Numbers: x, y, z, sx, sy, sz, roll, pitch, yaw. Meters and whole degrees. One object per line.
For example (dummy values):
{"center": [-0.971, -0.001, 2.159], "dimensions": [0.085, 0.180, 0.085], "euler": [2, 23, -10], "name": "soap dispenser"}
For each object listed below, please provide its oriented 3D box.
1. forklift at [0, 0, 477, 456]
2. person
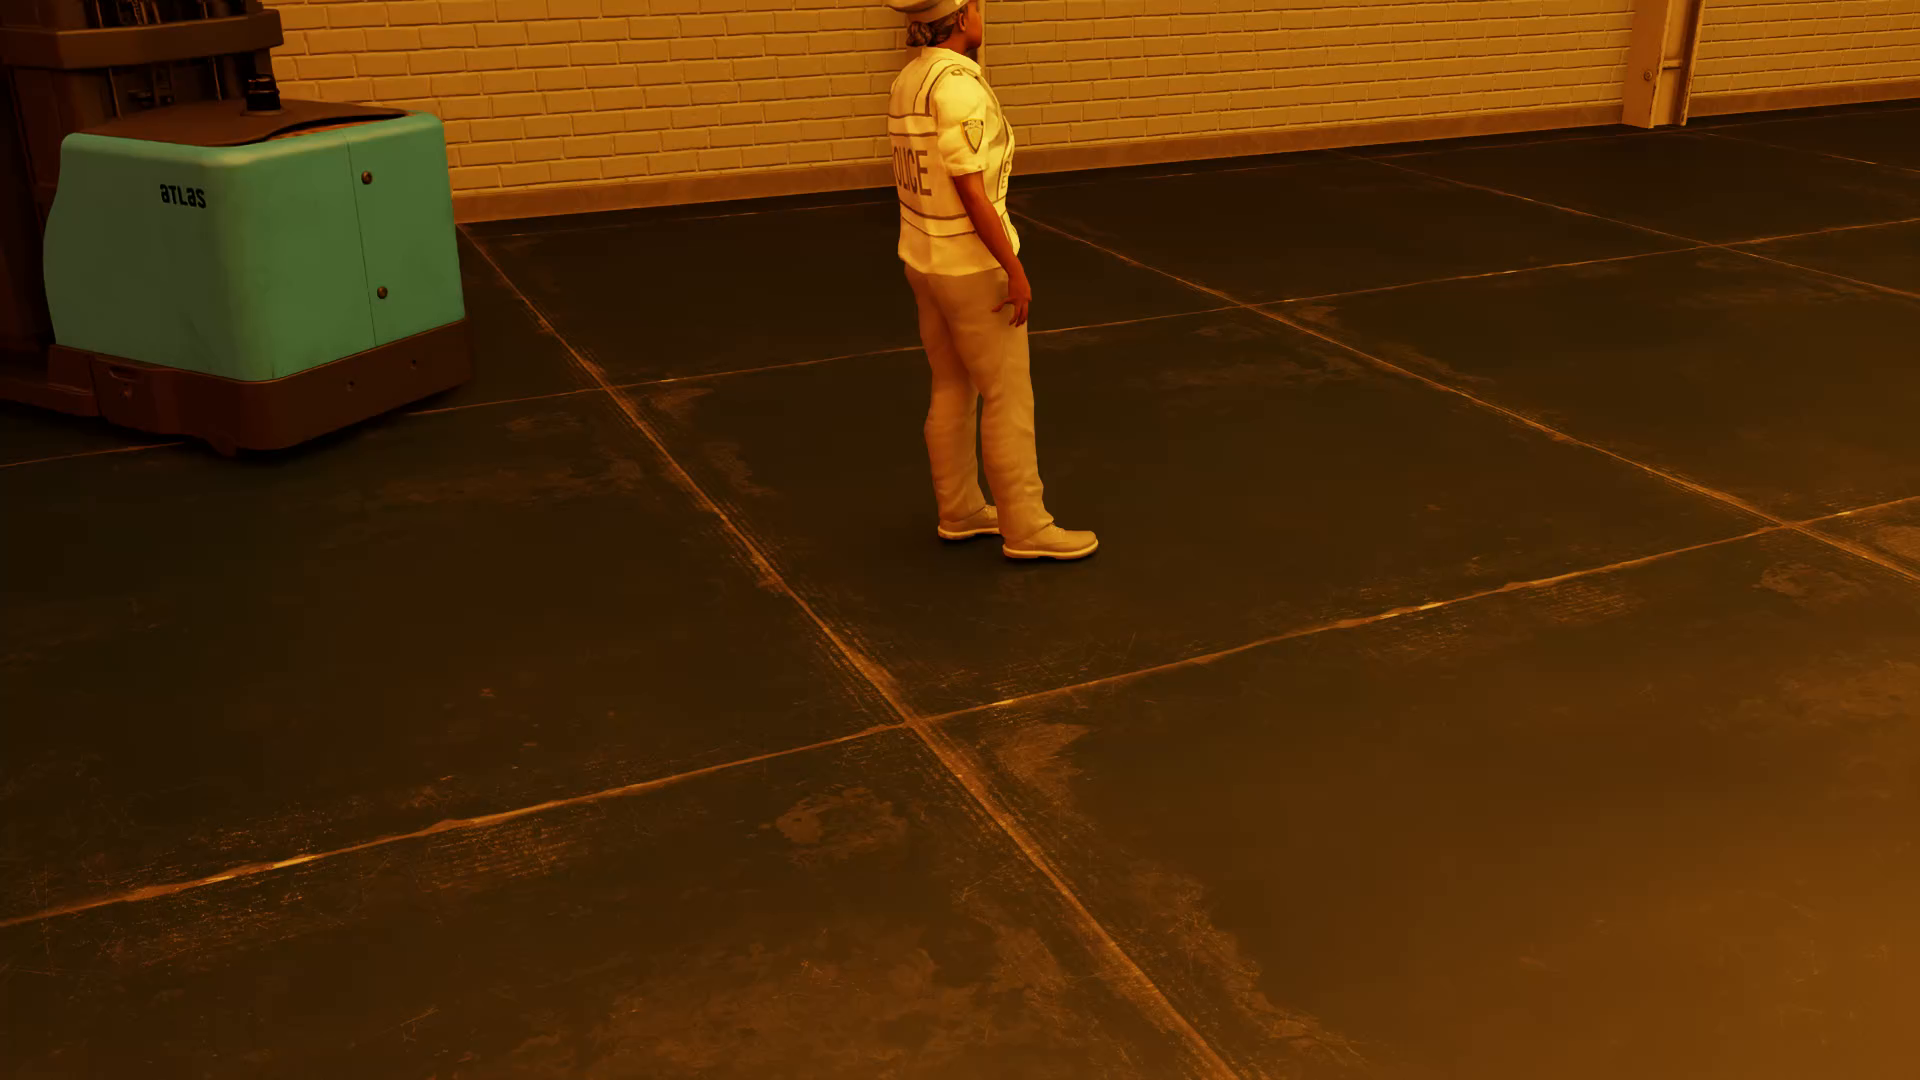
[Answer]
{"center": [-3.418, -2.026, 6.163], "dimensions": [3.031, 2.935, 1.130], "euler": [11, 25, 26], "name": "forklift"}
{"center": [0.076, -0.794, 4.792], "dimensions": [0.530, 1.695, 0.570], "euler": [-10, 25, -23], "name": "person"}
